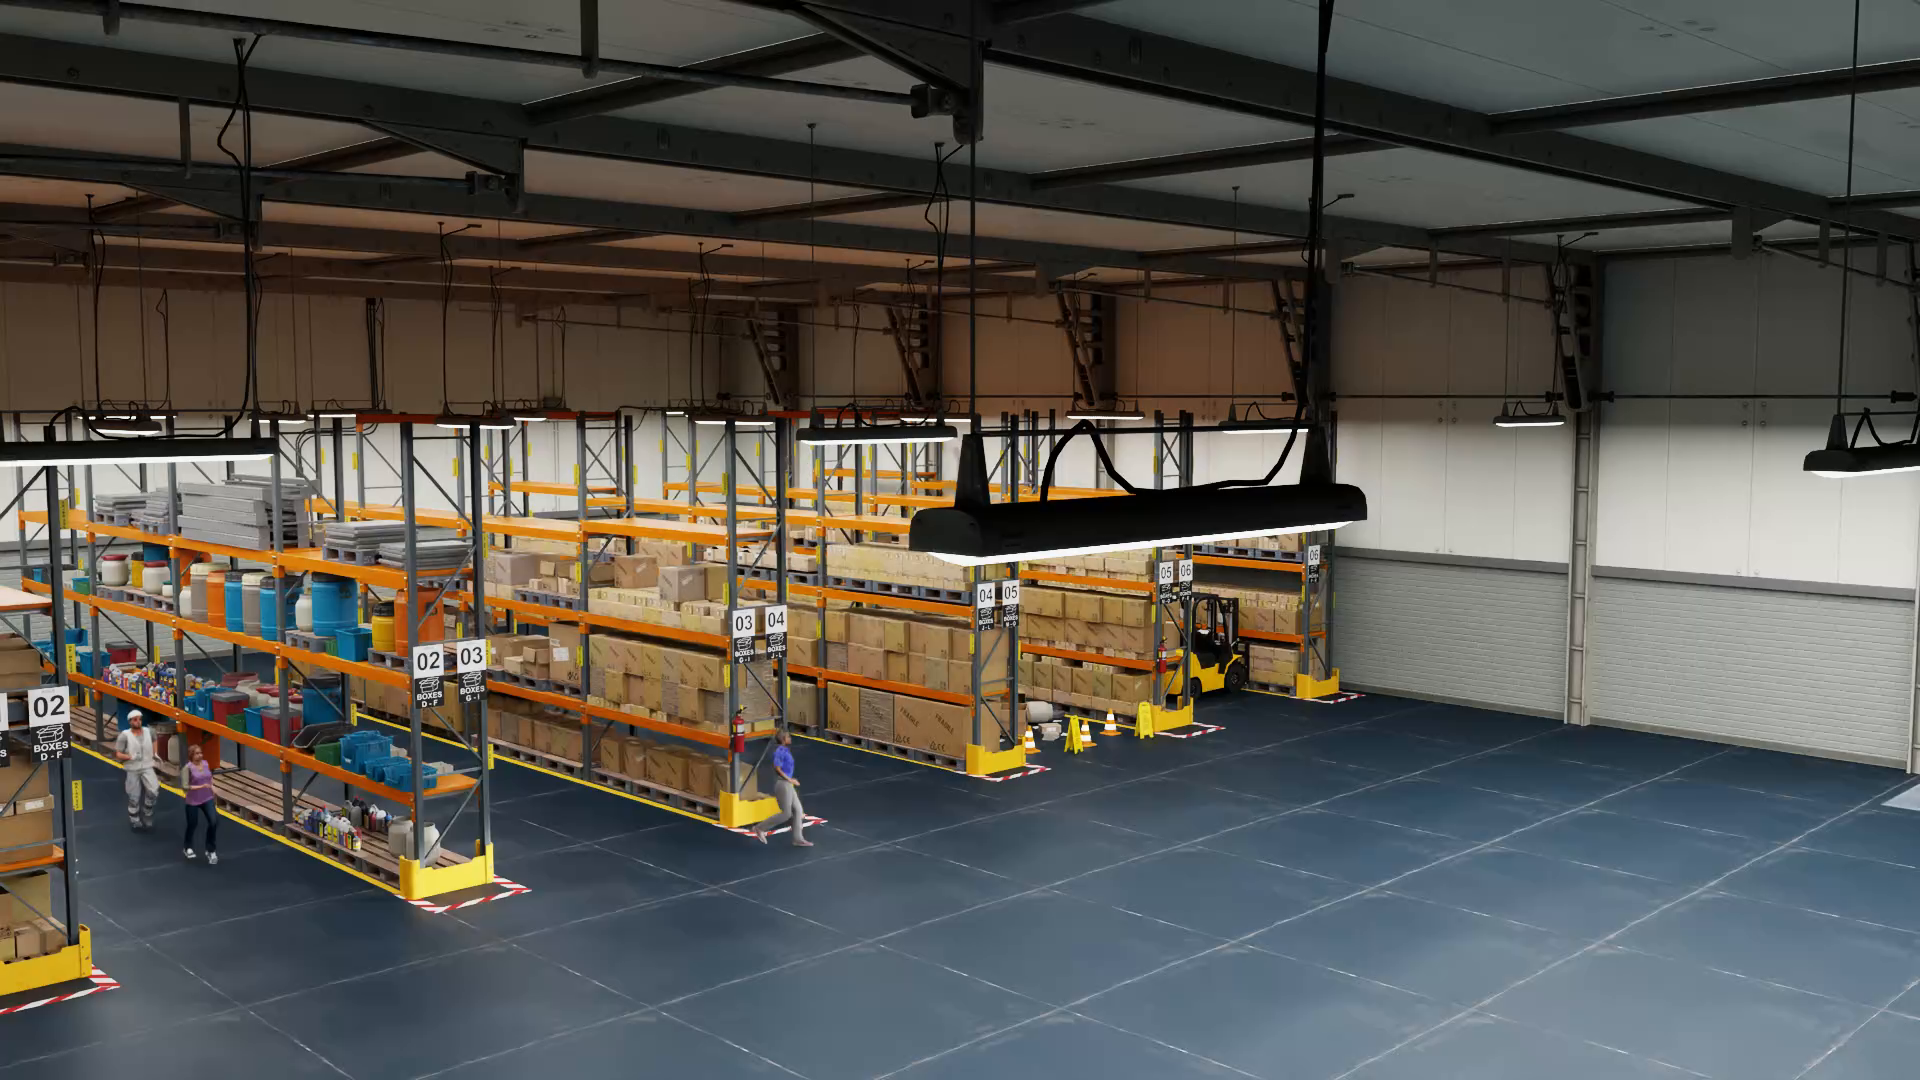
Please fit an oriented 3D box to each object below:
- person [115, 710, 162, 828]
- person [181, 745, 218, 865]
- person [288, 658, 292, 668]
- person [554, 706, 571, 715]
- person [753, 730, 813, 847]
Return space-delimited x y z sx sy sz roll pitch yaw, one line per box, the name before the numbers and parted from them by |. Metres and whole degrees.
person | -11.897 3.338 24.147 0.640 1.750 0.661 -4 7 -42
person | -10.294 3.576 22.499 0.711 1.638 0.504 4 6 39
person | -14.753 2.298 37.057 0.836 1.681 0.594 -2 5 -20
person | -7.521 2.799 31.788 0.539 1.557 0.531 4 6 38
person | -2.490 3.491 23.447 0.837 1.609 0.643 0 5 -3
